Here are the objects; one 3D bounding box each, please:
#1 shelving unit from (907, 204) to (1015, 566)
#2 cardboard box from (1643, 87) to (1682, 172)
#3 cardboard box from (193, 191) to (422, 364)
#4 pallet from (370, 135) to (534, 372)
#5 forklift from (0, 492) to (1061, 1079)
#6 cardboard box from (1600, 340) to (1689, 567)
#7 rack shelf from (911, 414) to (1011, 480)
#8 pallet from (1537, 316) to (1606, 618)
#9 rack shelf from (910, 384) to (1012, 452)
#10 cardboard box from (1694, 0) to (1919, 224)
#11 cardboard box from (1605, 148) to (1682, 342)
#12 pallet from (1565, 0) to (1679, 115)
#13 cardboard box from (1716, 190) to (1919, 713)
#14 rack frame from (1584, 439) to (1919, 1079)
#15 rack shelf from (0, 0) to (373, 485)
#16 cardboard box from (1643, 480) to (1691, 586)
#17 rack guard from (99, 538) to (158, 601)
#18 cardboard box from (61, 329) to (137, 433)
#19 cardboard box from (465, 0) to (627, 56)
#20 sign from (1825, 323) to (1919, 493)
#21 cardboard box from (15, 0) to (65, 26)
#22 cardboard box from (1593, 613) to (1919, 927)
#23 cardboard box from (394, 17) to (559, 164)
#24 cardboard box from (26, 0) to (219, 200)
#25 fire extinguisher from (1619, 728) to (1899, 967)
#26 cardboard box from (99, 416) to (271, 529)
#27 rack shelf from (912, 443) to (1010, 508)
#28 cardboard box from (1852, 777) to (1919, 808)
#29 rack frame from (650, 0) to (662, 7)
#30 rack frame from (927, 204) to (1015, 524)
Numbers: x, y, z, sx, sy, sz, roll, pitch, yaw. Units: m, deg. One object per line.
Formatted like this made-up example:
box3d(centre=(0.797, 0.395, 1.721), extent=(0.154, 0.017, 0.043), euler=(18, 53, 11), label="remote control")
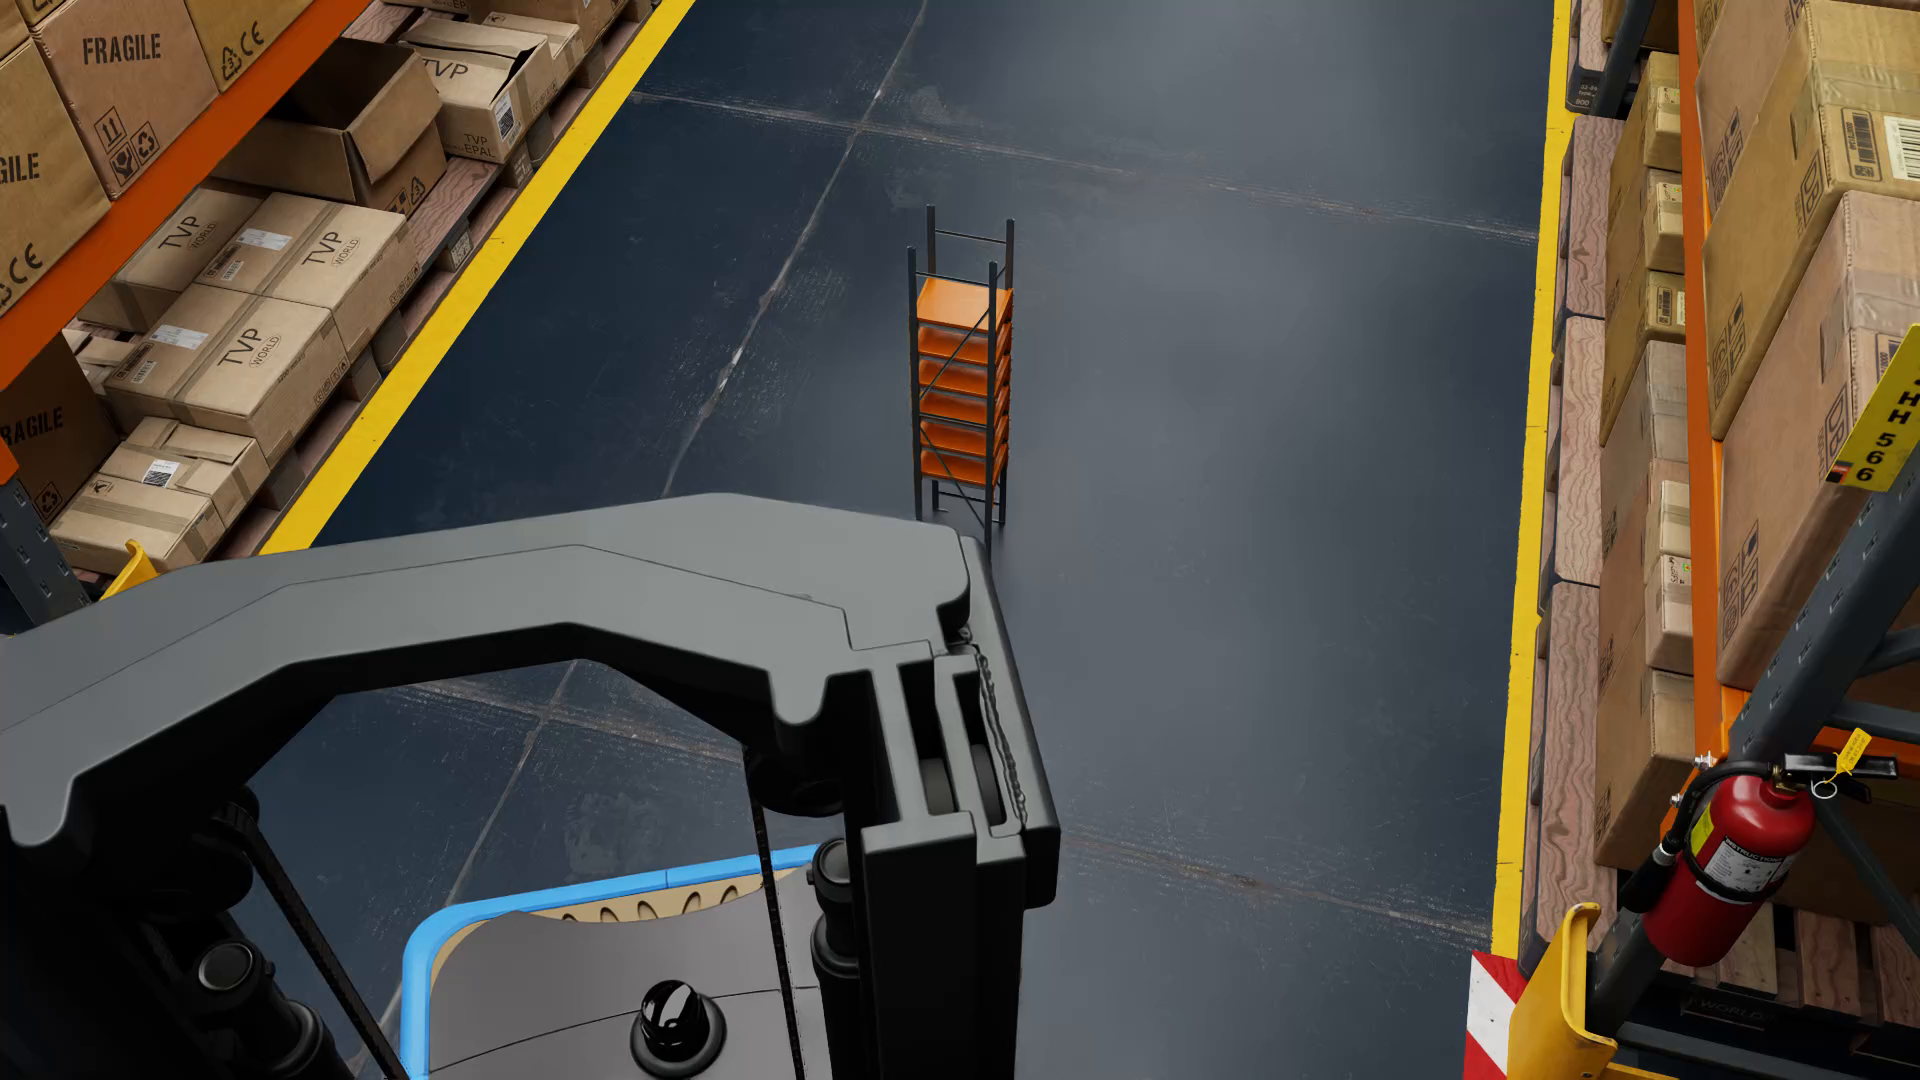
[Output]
box3d(centre=(0.004, -0.408, 4.809), extent=(0.258, 1.200, 0.189), euler=(12, 50, 10), label="shelving unit")
box3d(centre=(2.420, -1.300, 5.351), extent=(0.380, 0.149, 0.250), euler=(13, 50, 11), label="cardboard box")
box3d(centre=(-2.171, -0.884, 5.570), extent=(0.500, 0.250, 0.500), euler=(12, 50, 10), label="cardboard box")
box3d(centre=(-2.299, -1.176, 6.148), extent=(1.003, 0.211, 1.213), euler=(12, 50, 10), label="pallet")
box3d(centre=(-0.293, 1.474, 1.995), extent=(1.130, 2.935, 3.031), euler=(-8, 49, -7), label="forklift")
box3d(centre=(2.280, -0.177, 4.792), extent=(0.700, 0.500, 0.500), euler=(10, 49, 9), label="cardboard box")
box3d(centre=(0.004, -0.299, 4.933), extent=(0.258, 0.103, 0.180), euler=(12, 50, 10), label="rack shelf")
box3d(centre=(2.387, -0.164, 5.254), extent=(1.003, 0.211, 1.213), euler=(12, 50, 10), label="pallet")
box3d(centre=(0.004, -0.378, 4.843), extent=(0.258, 0.103, 0.180), euler=(12, 50, 10), label="rack shelf")
box3d(centre=(2.444, -1.161, 4.074), extent=(0.980, 0.700, 0.700), euler=(9, 49, 8), label="cardboard box")
box3d(centre=(2.551, -0.934, 5.461), extent=(0.700, 0.500, 0.500), euler=(11, 50, 10), label="cardboard box")
box3d(centre=(3.112, -2.156, 7.012), extent=(1.003, 0.211, 1.213), euler=(12, 50, 10), label="pallet")
box3d(centre=(2.054, -0.083, 3.122), extent=(0.980, 0.700, 0.700), euler=(14, 50, 12), label="cardboard box")
box3d(centre=(1.929, 0.387, 2.908), extent=(1.000, 3.000, 0.127), euler=(12, 50, 10), label="rack frame")
box3d(centre=(-2.325, -1.796, 5.314), extent=(1.077, 0.370, 4.000), euler=(12, 50, 10), label="rack shelf")
box3d(centre=(1.941, 0.021, 4.185), extent=(0.380, 0.149, 0.250), euler=(13, 50, 11), label="cardboard box")
box3d(centre=(-2.831, 0.185, 4.754), extent=(1.175, 0.500, 0.348), euler=(12, 50, 10), label="rack guard")
box3d(centre=(-2.752, -0.513, 5.298), extent=(0.380, 0.166, 0.250), euler=(12, 50, 10), label="cardboard box")
box3d(centre=(-1.675, -2.331, 6.681), extent=(0.500, 0.500, 0.500), euler=(12, 50, 10), label="cardboard box")
box3d(centre=(1.409, -0.191, 2.488), extent=(0.100, 0.325, 0.005), euler=(12, 50, 10), label="sign")
box3d(centre=(-2.350, -1.600, 3.928), extent=(0.500, 0.500, 0.500), euler=(12, 50, 10), label="cardboard box")
box3d(centre=(2.017, 0.549, 4.152), extent=(0.700, 0.500, 0.500), euler=(12, 50, 10), label="cardboard box")
box3d(centre=(-1.872, -1.726, 6.273), extent=(0.500, 0.311, 0.500), euler=(12, 50, 10), label="cardboard box")
box3d(centre=(-2.349, -1.264, 4.298), extent=(0.500, 0.500, 0.500), euler=(11, 50, 10), label="cardboard box")
box3d(centre=(1.444, 0.554, 3.061), extent=(0.296, 0.674, 0.183), euler=(12, 50, 10), label="fire extinguisher")
box3d(centre=(-2.344, -0.212, 5.032), extent=(0.380, 0.166, 0.250), euler=(12, 50, 10), label="cardboard box")
box3d(centre=(0.004, -0.219, 5.023), extent=(0.258, 0.103, 0.180), euler=(12, 50, 10), label="rack shelf")
box3d(centre=(2.177, 0.465, 3.794), extent=(0.380, 0.149, 0.250), euler=(12, 50, 10), label="cardboard box")
box3d(centre=(-1.798, -3.481, 6.322), extent=(1.000, 3.000, 0.127), euler=(12, 50, 10), label="rack frame")
box3d(centre=(0.028, -0.474, 4.868), extent=(0.240, 1.200, 0.006), euler=(12, 50, 10), label="rack frame")
